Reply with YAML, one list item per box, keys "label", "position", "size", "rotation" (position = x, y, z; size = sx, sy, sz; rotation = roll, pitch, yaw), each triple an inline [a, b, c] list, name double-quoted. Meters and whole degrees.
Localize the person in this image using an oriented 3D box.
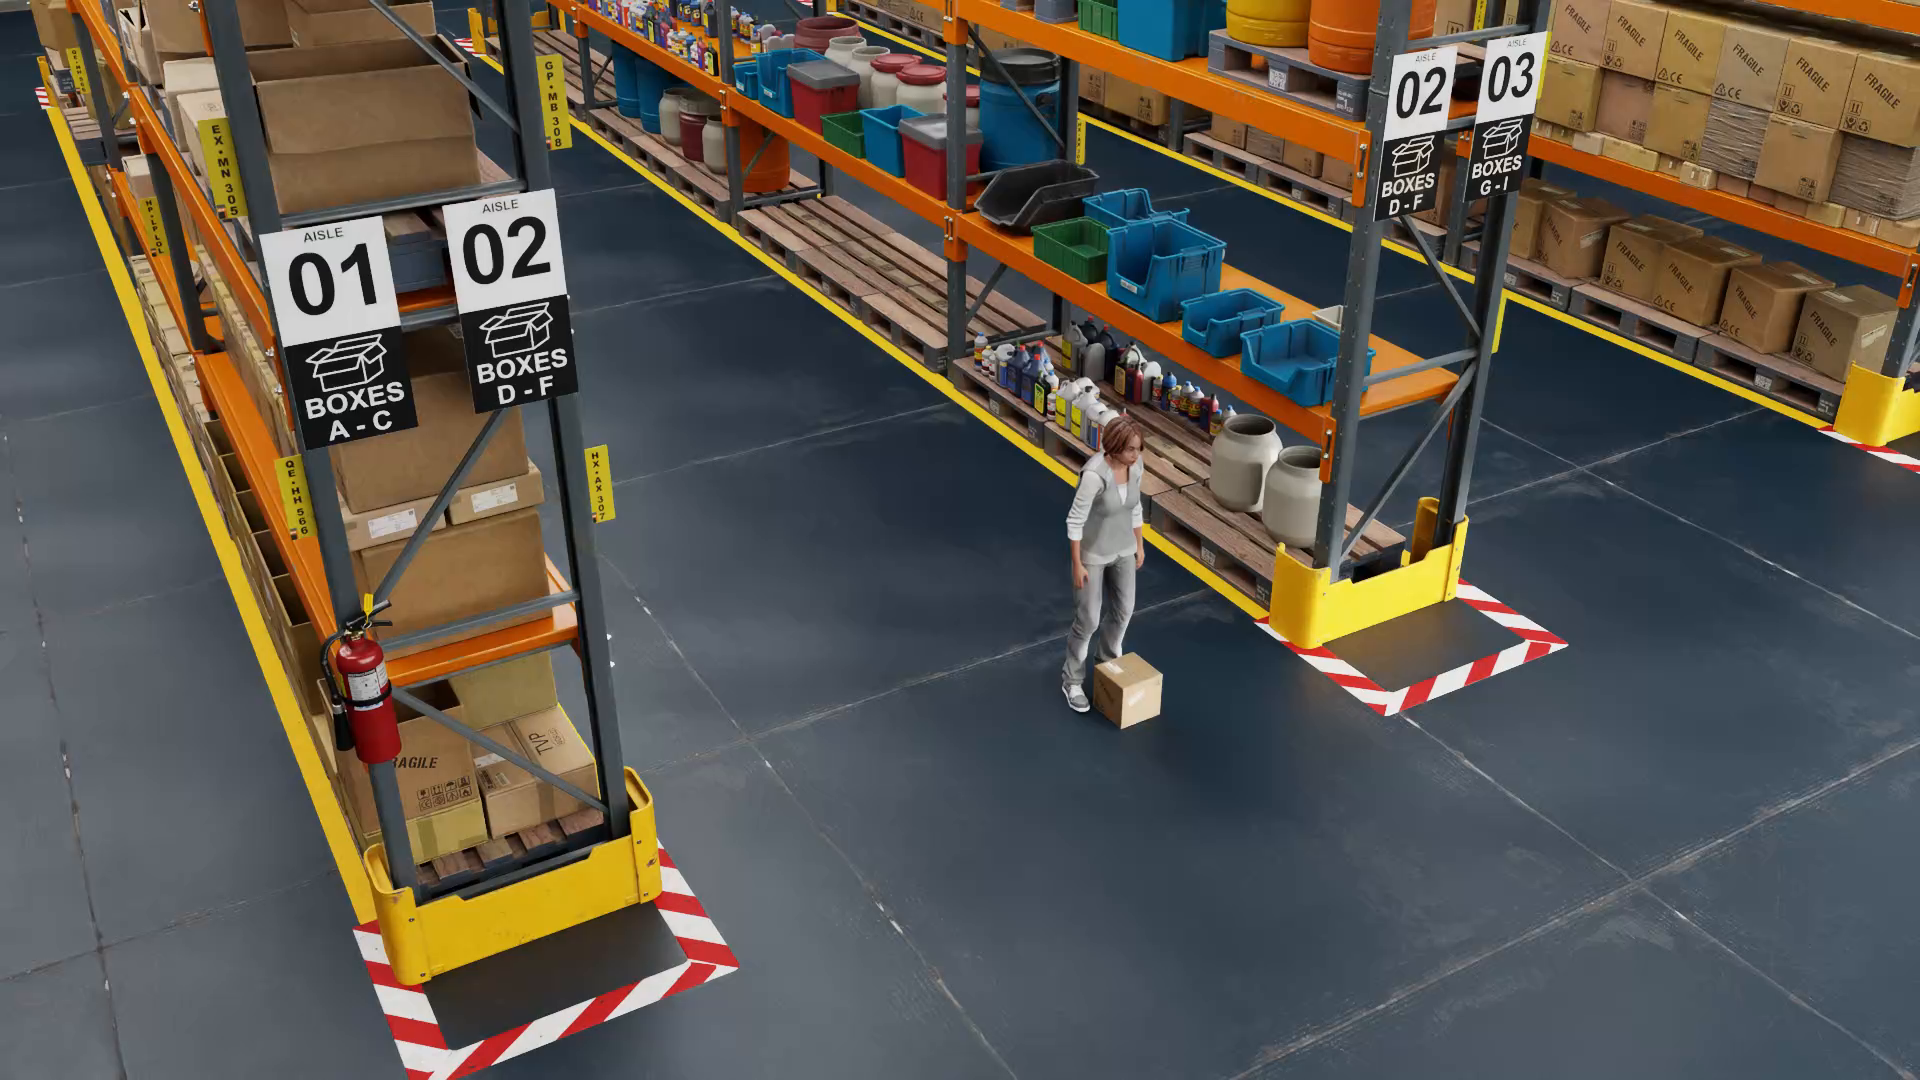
- label: "person"
  position: [0.735, 0.090, 8.402]
  size: [0.482, 1.591, 0.350]
  rotation: [-18, 34, -29]
